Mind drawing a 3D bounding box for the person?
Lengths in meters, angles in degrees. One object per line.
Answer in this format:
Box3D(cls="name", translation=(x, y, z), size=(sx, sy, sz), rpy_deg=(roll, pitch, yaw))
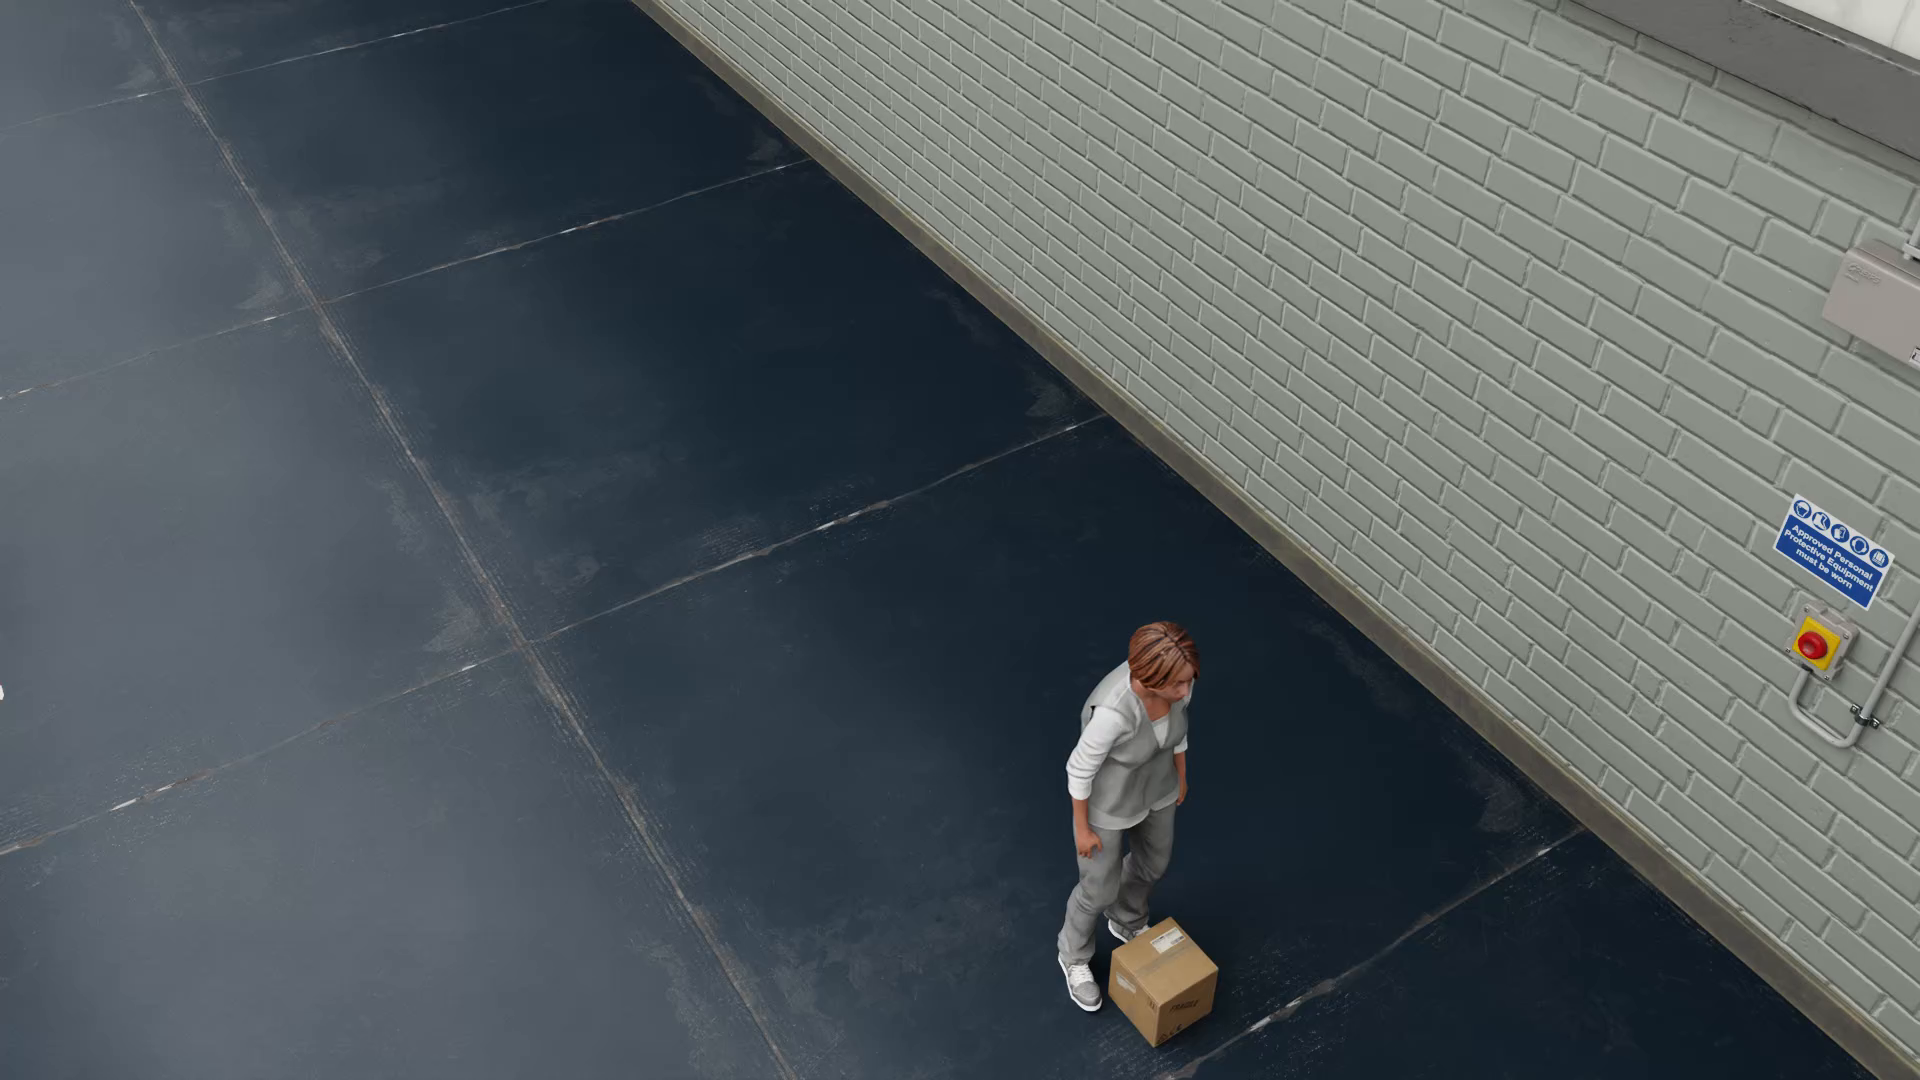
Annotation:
Box3D(cls="person", translation=(0.530, 0.828, 5.228), size=(0.474, 1.590, 0.346), rpy_deg=(-25, 47, -26))
